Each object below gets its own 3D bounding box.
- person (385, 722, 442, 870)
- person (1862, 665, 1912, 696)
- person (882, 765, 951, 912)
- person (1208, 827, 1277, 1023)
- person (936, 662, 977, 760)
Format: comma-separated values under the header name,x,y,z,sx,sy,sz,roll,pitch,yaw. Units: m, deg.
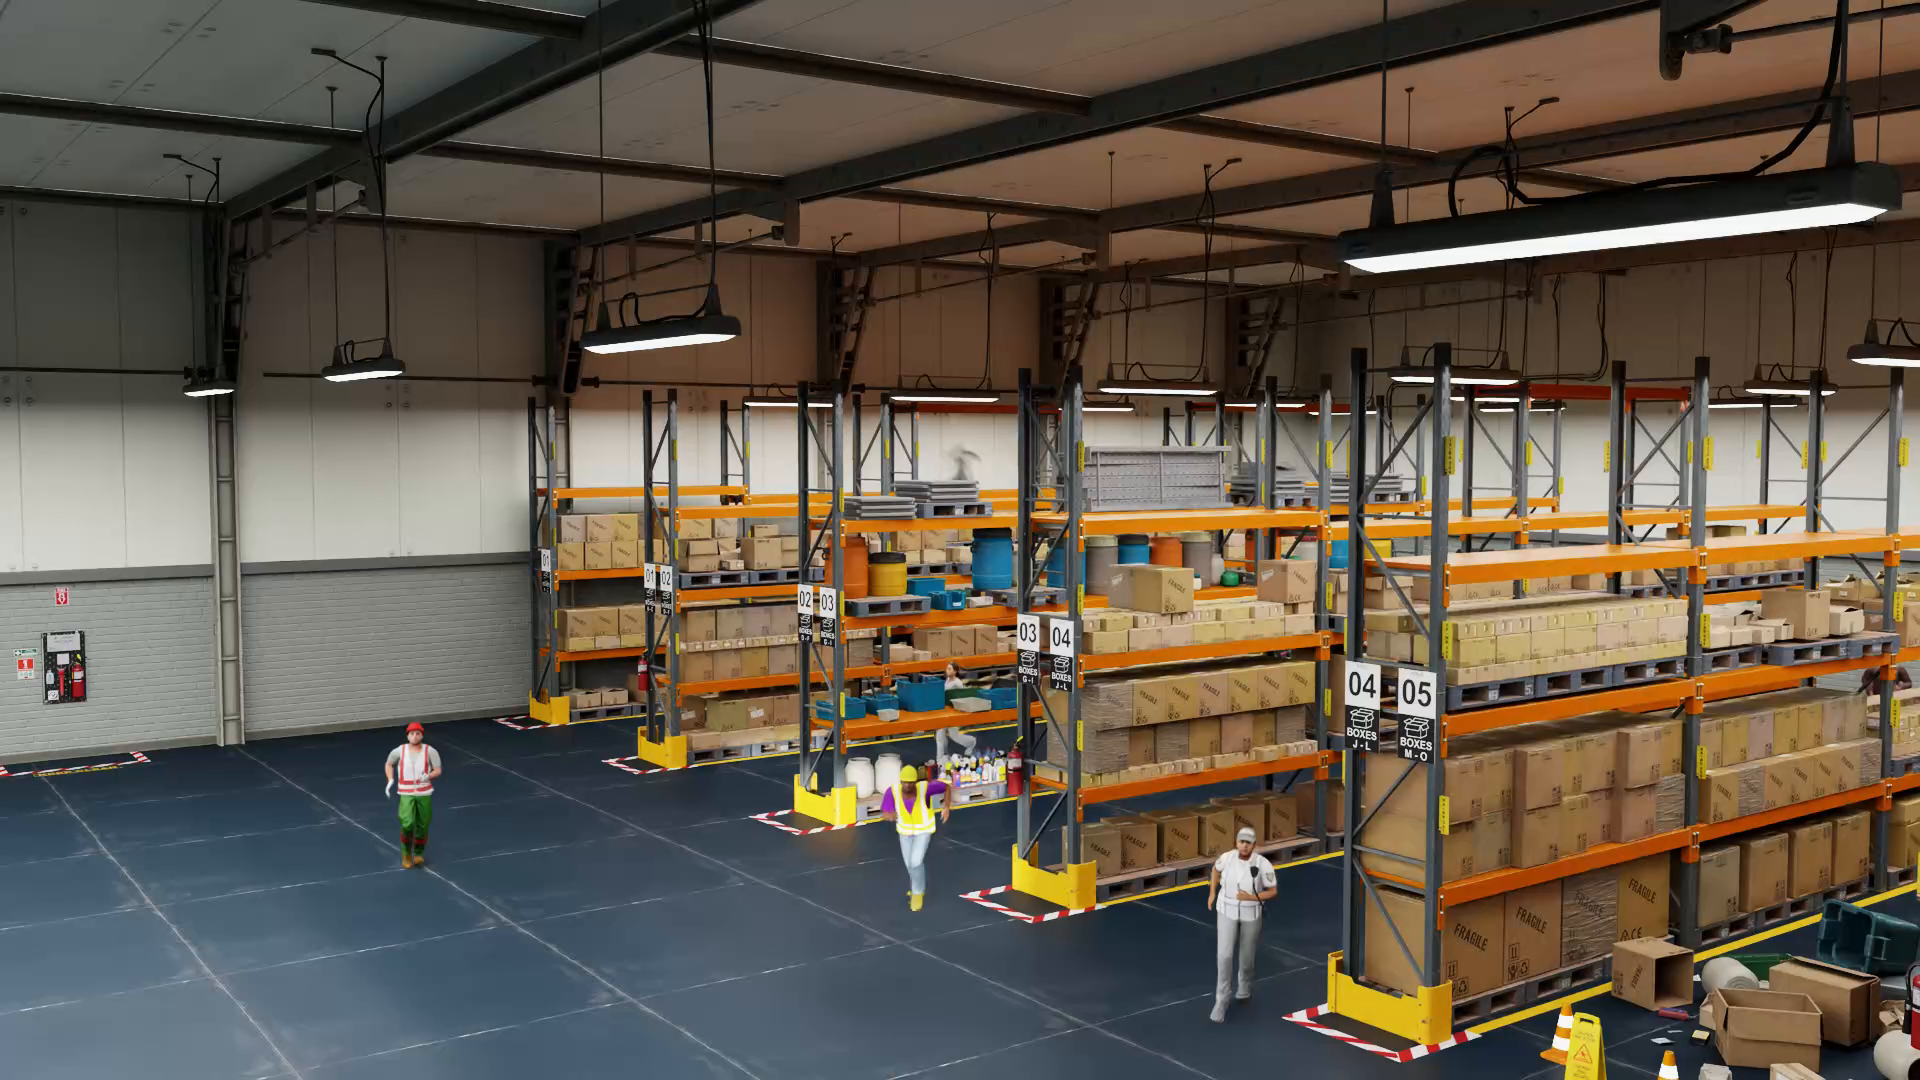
name,x,y,z,sx,sy,sz,roll,pitch,yaw
person,-6.573,3.085,20.038,0.641,1.775,0.690,-1,4,-22
person,14.964,2.677,26.862,0.712,1.805,0.931,2,4,27
person,-0.473,3.265,18.362,0.733,1.674,0.963,1,3,11
person,2.563,3.444,15.094,0.626,1.707,0.793,1,3,13
person,-0.107,2.774,26.587,0.879,1.669,0.567,-3,5,-42
